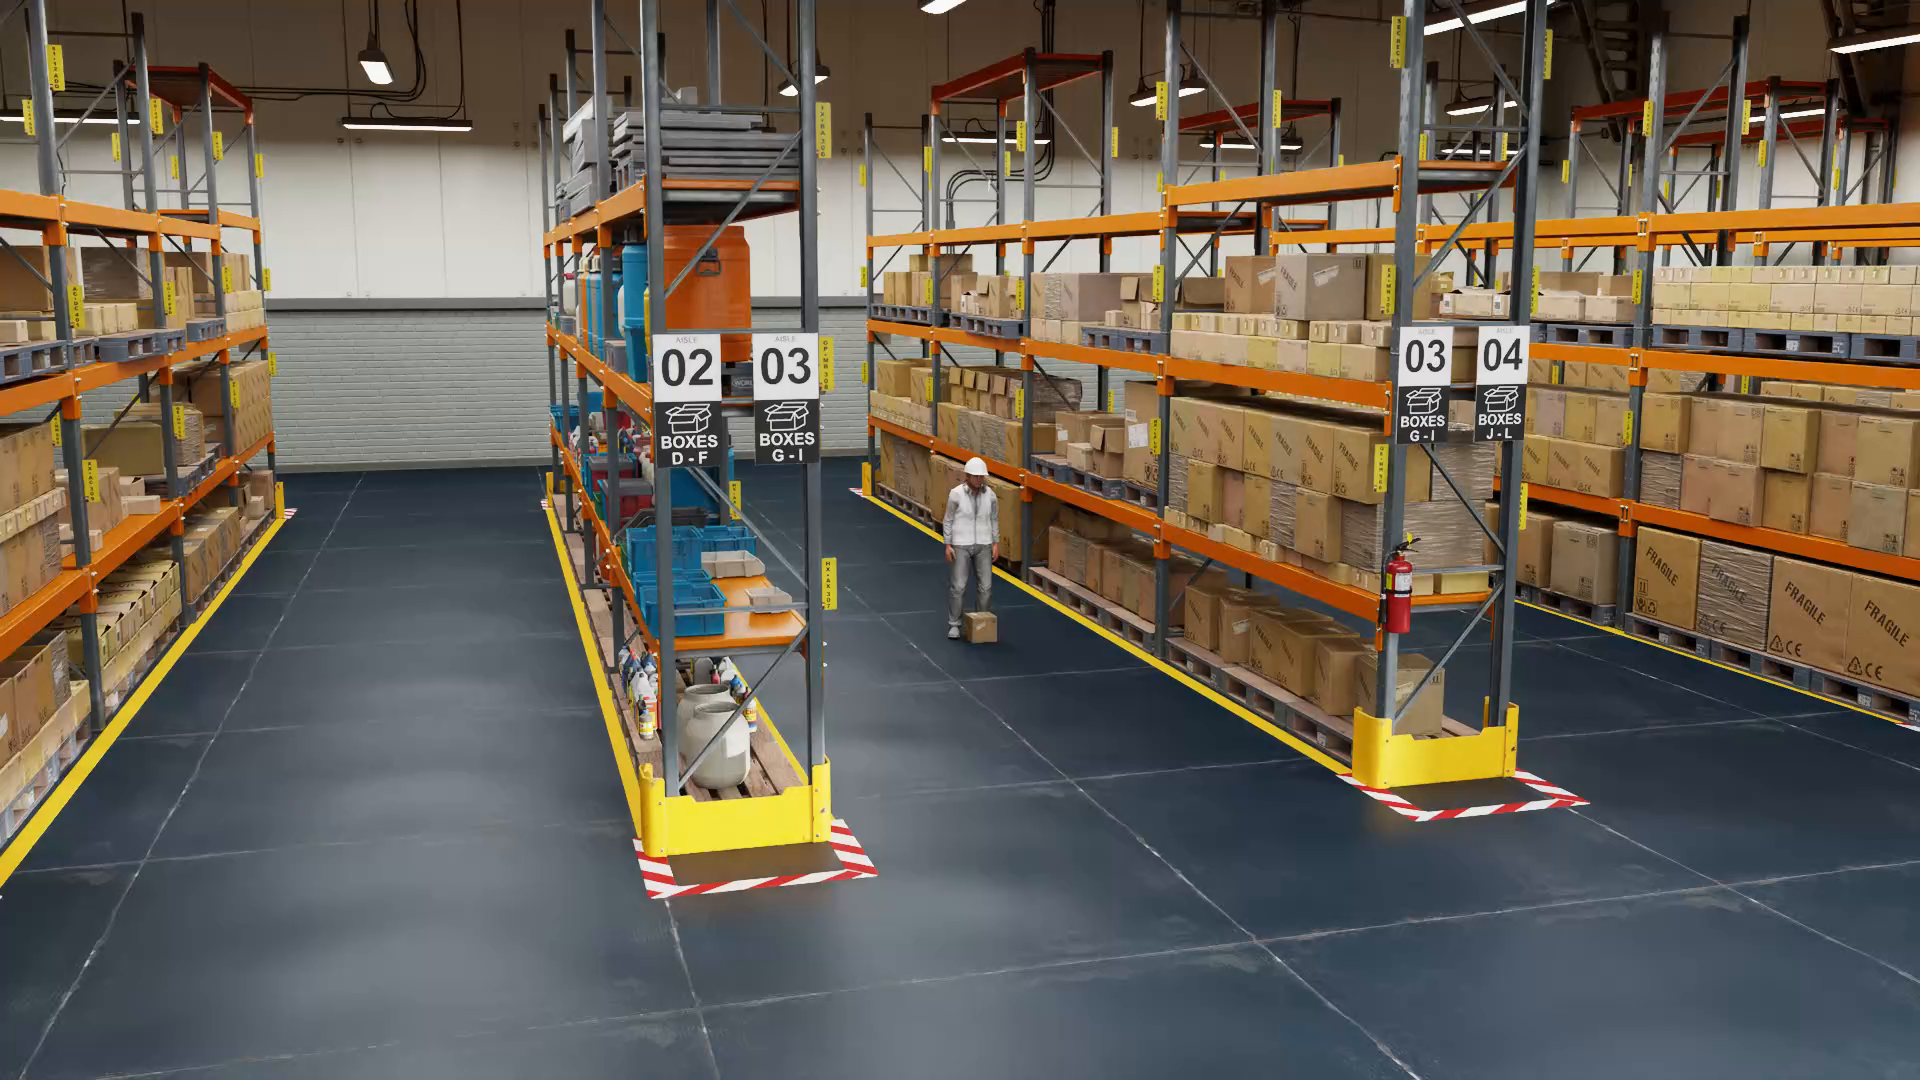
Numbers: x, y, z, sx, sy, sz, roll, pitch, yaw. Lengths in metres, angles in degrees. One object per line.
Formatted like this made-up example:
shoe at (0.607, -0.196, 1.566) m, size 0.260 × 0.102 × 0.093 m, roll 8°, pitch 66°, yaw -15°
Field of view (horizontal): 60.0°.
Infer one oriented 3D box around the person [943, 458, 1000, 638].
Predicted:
person at (0.116, 0.064, 16.393) m, size 0.579 × 1.771 × 0.462 m, roll -3°, pitch 10°, yaw -18°
